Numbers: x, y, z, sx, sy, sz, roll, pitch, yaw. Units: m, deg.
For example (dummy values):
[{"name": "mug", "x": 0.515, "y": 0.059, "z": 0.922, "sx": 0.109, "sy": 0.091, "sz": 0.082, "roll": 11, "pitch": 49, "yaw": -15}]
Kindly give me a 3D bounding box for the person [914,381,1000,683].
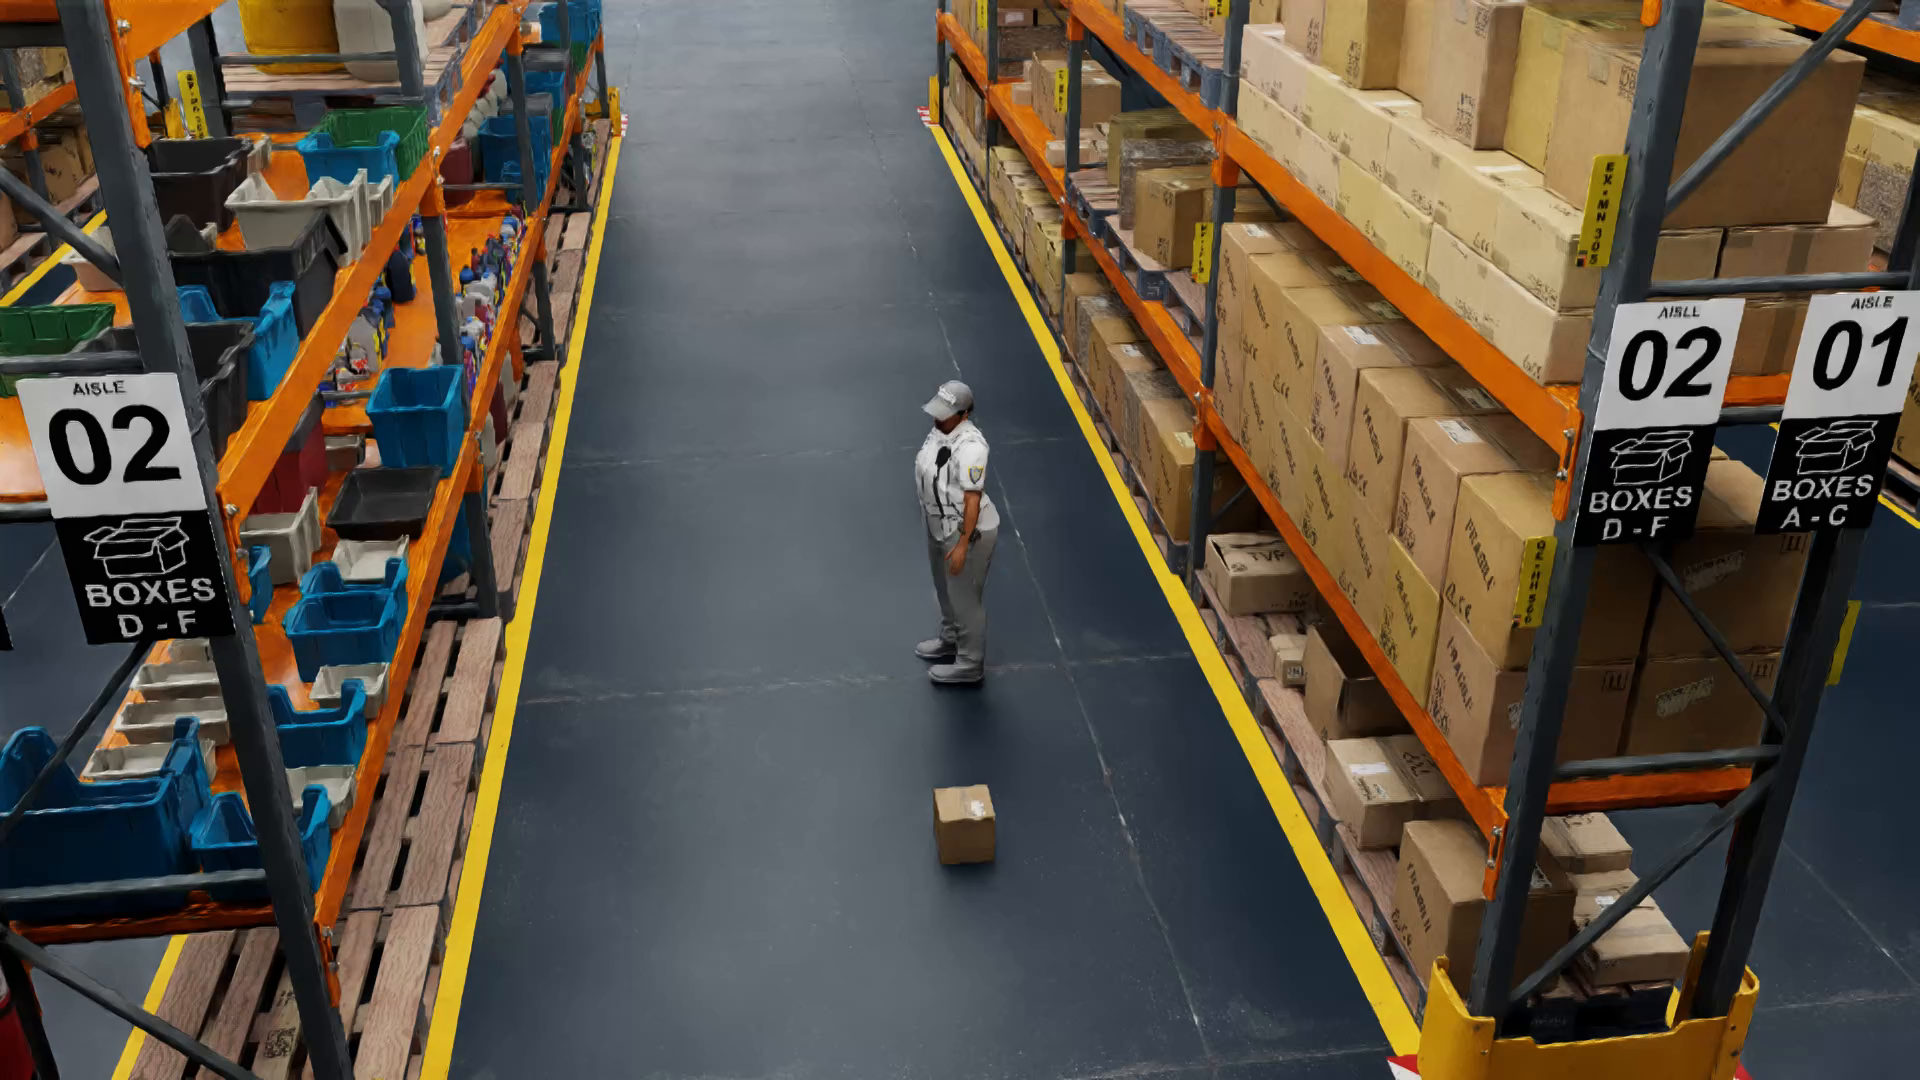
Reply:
[{"name": "person", "x": -0.019, "y": -0.044, "z": 8.665, "sx": 0.388, "sy": 1.670, "sz": 0.535, "roll": -11, "pitch": 29, "yaw": -20}]
